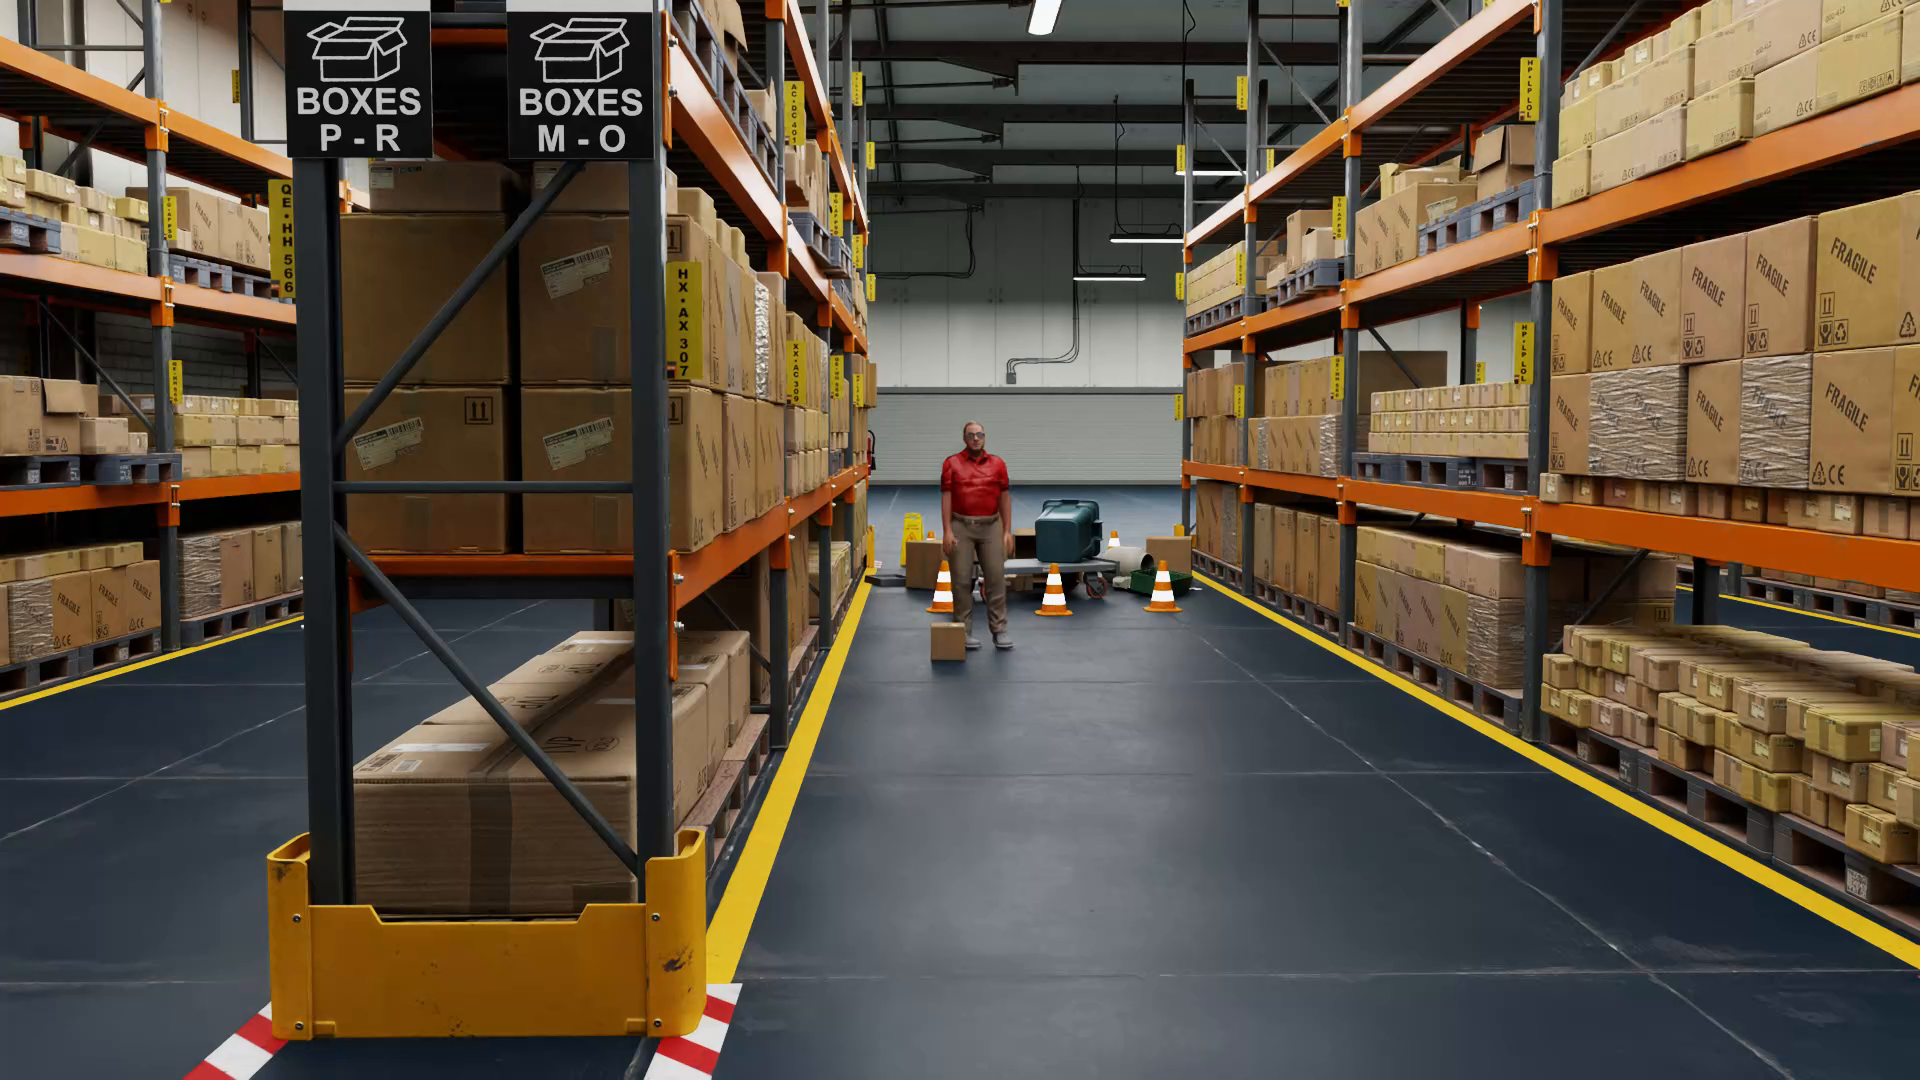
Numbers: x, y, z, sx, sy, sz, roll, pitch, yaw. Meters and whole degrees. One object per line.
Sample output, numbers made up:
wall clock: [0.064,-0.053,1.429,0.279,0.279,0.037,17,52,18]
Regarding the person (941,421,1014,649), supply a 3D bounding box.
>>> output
person: [0.141,-0.043,12.745,0.568,1.734,0.384,-1,4,-10]
